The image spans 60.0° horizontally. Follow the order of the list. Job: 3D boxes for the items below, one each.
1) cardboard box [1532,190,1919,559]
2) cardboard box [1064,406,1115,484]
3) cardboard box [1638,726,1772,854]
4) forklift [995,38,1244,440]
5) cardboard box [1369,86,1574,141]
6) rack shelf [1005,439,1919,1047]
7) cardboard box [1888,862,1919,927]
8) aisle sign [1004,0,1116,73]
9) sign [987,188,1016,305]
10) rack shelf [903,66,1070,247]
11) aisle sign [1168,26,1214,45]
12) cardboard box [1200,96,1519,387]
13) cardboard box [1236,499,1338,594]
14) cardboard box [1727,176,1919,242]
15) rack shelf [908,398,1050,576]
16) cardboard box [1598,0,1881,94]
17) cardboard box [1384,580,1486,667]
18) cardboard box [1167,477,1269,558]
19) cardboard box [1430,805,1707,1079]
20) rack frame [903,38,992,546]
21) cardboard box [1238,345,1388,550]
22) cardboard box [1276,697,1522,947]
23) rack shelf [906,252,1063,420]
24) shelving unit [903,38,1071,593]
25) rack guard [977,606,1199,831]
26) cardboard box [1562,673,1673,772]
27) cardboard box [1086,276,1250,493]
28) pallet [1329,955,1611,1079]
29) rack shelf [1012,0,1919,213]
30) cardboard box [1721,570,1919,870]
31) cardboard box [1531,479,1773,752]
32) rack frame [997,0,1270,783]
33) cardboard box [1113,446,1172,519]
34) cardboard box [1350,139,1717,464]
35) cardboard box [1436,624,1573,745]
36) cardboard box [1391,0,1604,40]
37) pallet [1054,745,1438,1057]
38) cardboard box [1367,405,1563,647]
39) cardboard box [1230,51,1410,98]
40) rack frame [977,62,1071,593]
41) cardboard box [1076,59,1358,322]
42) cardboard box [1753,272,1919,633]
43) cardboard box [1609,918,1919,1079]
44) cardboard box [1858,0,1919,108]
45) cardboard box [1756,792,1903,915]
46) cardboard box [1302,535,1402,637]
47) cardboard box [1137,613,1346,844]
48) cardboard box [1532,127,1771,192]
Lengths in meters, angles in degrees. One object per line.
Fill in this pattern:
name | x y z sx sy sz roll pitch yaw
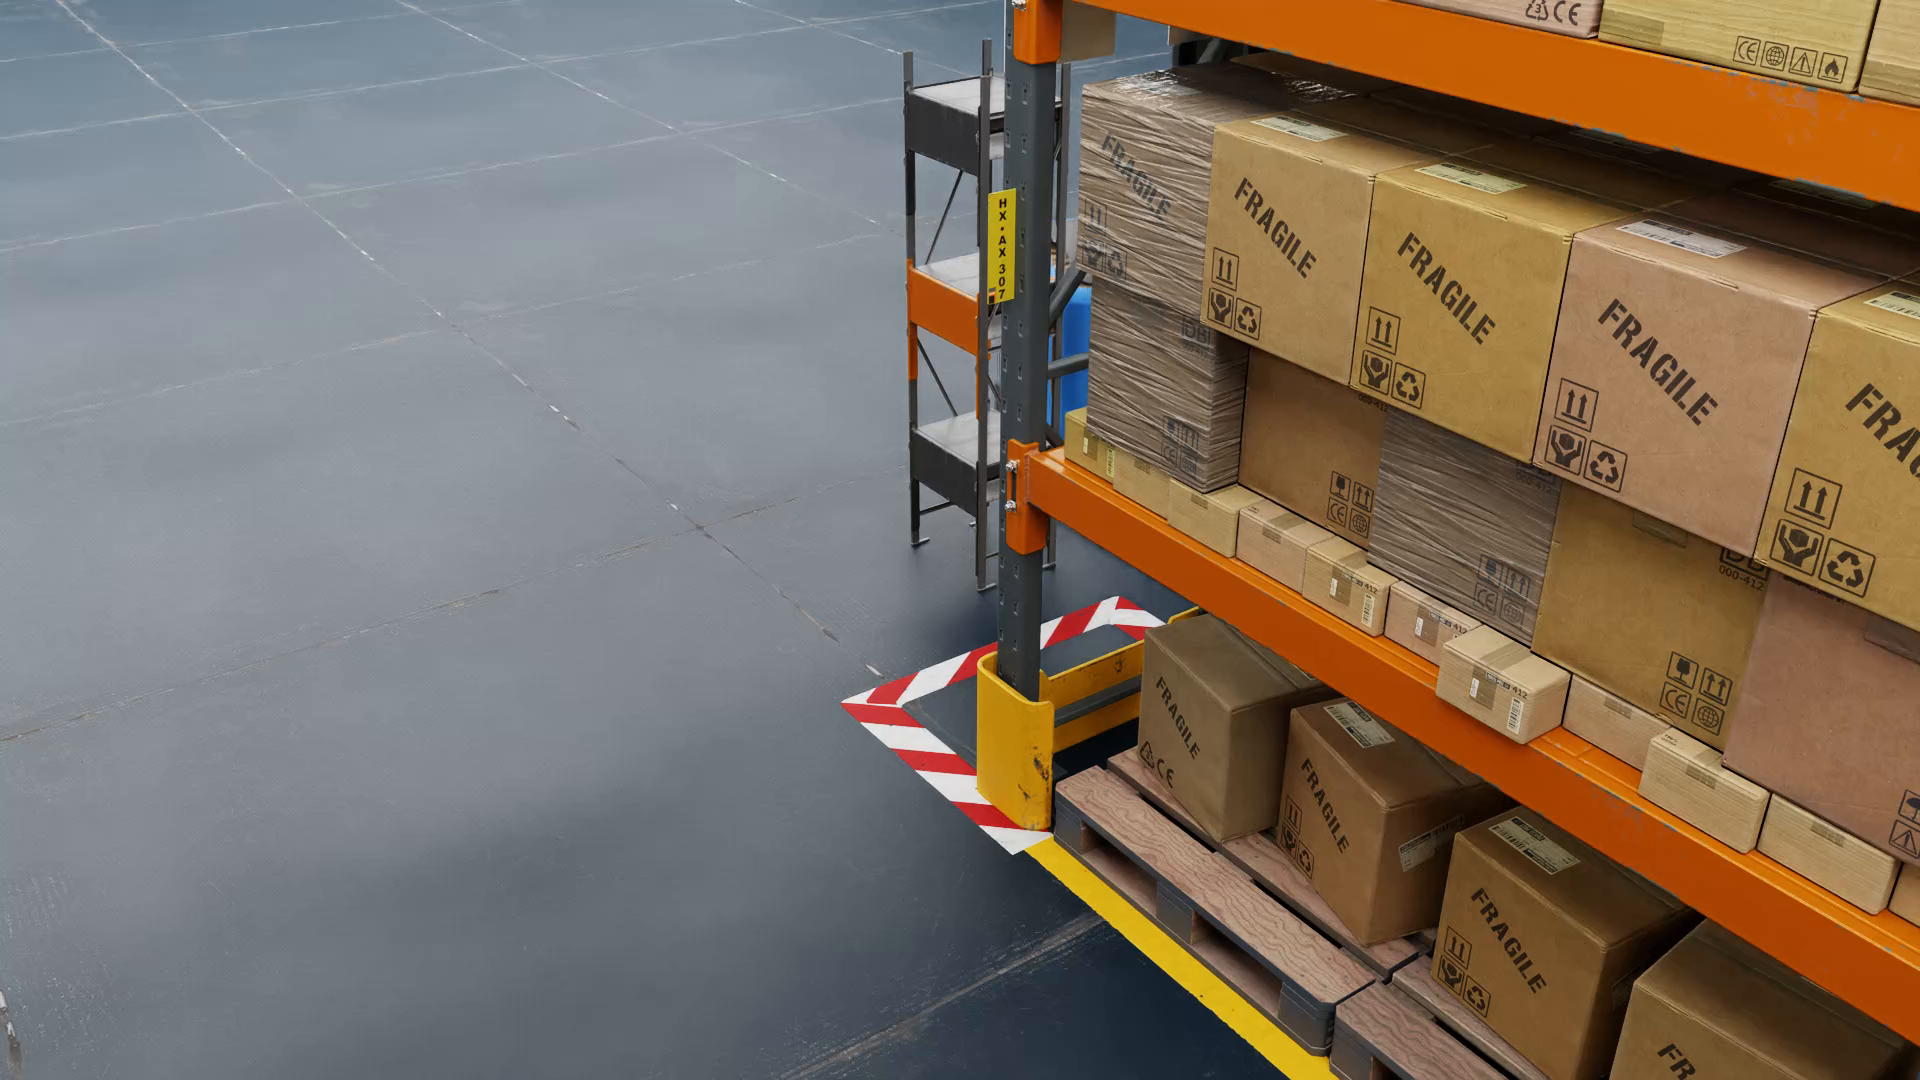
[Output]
cardboard box | 1.530 -0.346 3.280 0.500 0.500 0.500 -19 34 -31
cardboard box | 0.534 -0.317 4.954 0.380 0.149 0.250 -19 34 -31
cardboard box | 1.661 0.472 3.501 0.380 0.149 0.250 -19 34 -31
forklift | 1.746 -1.783 7.463 3.031 2.935 1.130 -8 30 -14
cardboard box | 1.378 -0.880 4.263 0.500 0.500 0.500 -19 34 -31
rack shelf | 1.723 0.490 3.959 1.077 0.370 4.000 -19 34 -31
cardboard box | 2.012 0.646 3.182 0.380 0.149 0.250 -19 34 -31
aisle sign | 0.283 -1.687 4.490 0.394 0.787 0.004 -19 34 -31
sign | 0.121 -0.834 4.736 0.100 0.325 0.005 -19 34 -31
rack shelf | 0.096 -1.462 6.303 0.431 0.518 0.480 -19 34 -31
aisle sign | 0.771 -1.854 4.796 0.394 0.787 0.004 -19 34 -31
cardboard box | 0.944 -0.732 3.992 0.500 0.500 0.500 -19 34 -31
cardboard box | 0.958 -0.022 4.410 0.380 0.149 0.250 -19 34 -31
cardboard box | 1.949 -0.488 3.542 0.500 0.500 0.500 -19 34 -31
rack shelf | 0.096 -0.231 6.971 0.431 0.518 0.480 -19 34 -31
cardboard box | 1.526 -1.004 2.970 0.500 0.250 0.500 -18 33 -29
cardboard box | 1.265 0.167 4.062 0.380 0.149 0.250 -19 34 -31
cardboard box | 0.796 -0.113 4.578 0.380 0.149 0.250 -19 34 -31
cardboard box | 1.634 1.029 4.392 0.500 0.500 0.500 -15 32 -26
rack frame | -0.046 -0.953 6.805 0.400 2.100 0.015 -19 34 -31
cardboard box | 1.247 -0.396 4.420 0.875 0.500 0.500 -19 34 -31
cardboard box | 1.286 0.780 4.850 0.500 0.500 0.500 -10 30 -18
rack shelf | 0.096 -0.846 6.637 0.431 0.518 0.480 -19 34 -31
shelving unit | 0.096 -0.858 6.630 0.431 2.100 0.503 -19 34 -31
rack guard | 0.607 0.524 5.761 1.175 0.500 0.348 -19 34 -31
cardboard box | 1.578 0.354 3.719 0.380 0.149 0.250 -19 34 -31
cardboard box | 0.860 -0.557 4.717 0.875 0.500 0.500 -19 34 -31
pallet | 1.753 1.450 4.358 1.003 0.211 1.213 -19 34 -31
rack shelf | 1.723 -0.829 3.243 1.077 0.370 4.000 -19 34 -31
cardboard box | 2.039 0.214 3.297 0.875 0.500 0.500 -19 34 -31
cardboard box | 1.783 0.008 3.676 0.875 0.500 0.500 -19 34 -31
rack frame | 0.563 -0.604 5.219 1.000 3.000 0.127 -19 34 -31
cardboard box | 0.663 -0.214 4.765 0.380 0.149 0.250 -19 34 -31
cardboard box | 1.235 -0.538 3.634 0.500 0.500 0.500 -19 34 -31
cardboard box | 1.325 0.293 3.830 0.380 0.149 0.250 -19 34 -31
cardboard box | 1.220 -1.205 3.340 0.500 0.250 0.500 -19 34 -31
pallet | 1.049 0.977 5.231 1.003 0.211 1.213 -19 34 -31
cardboard box | 1.502 -0.190 4.040 0.875 0.500 0.500 -19 34 -31
cardboard box | 1.083 -1.073 4.618 0.500 0.500 0.500 -19 34 -31
rack frame | 0.238 -0.763 6.456 0.400 2.100 0.015 -19 34 -31
cardboard box | 0.660 -0.929 4.353 0.500 0.500 0.500 -19 34 -31
cardboard box | 1.818 -0.150 2.920 0.500 0.500 0.500 -19 34 -31
cardboard box | 1.921 1.258 3.969 0.500 0.500 0.500 -22 36 -35
cardboard box | 1.812 -0.809 2.610 0.500 0.250 0.500 -19 34 -31
cardboard box | 1.834 0.560 3.340 0.380 0.149 0.250 -19 34 -31
cardboard box | 1.097 0.078 4.227 0.380 0.149 0.250 -19 34 -31
cardboard box | 0.911 0.557 5.260 0.500 0.500 0.500 -12 31 -22
cardboard box | 1.666 -0.685 3.904 0.500 0.500 0.500 -19 34 -31
